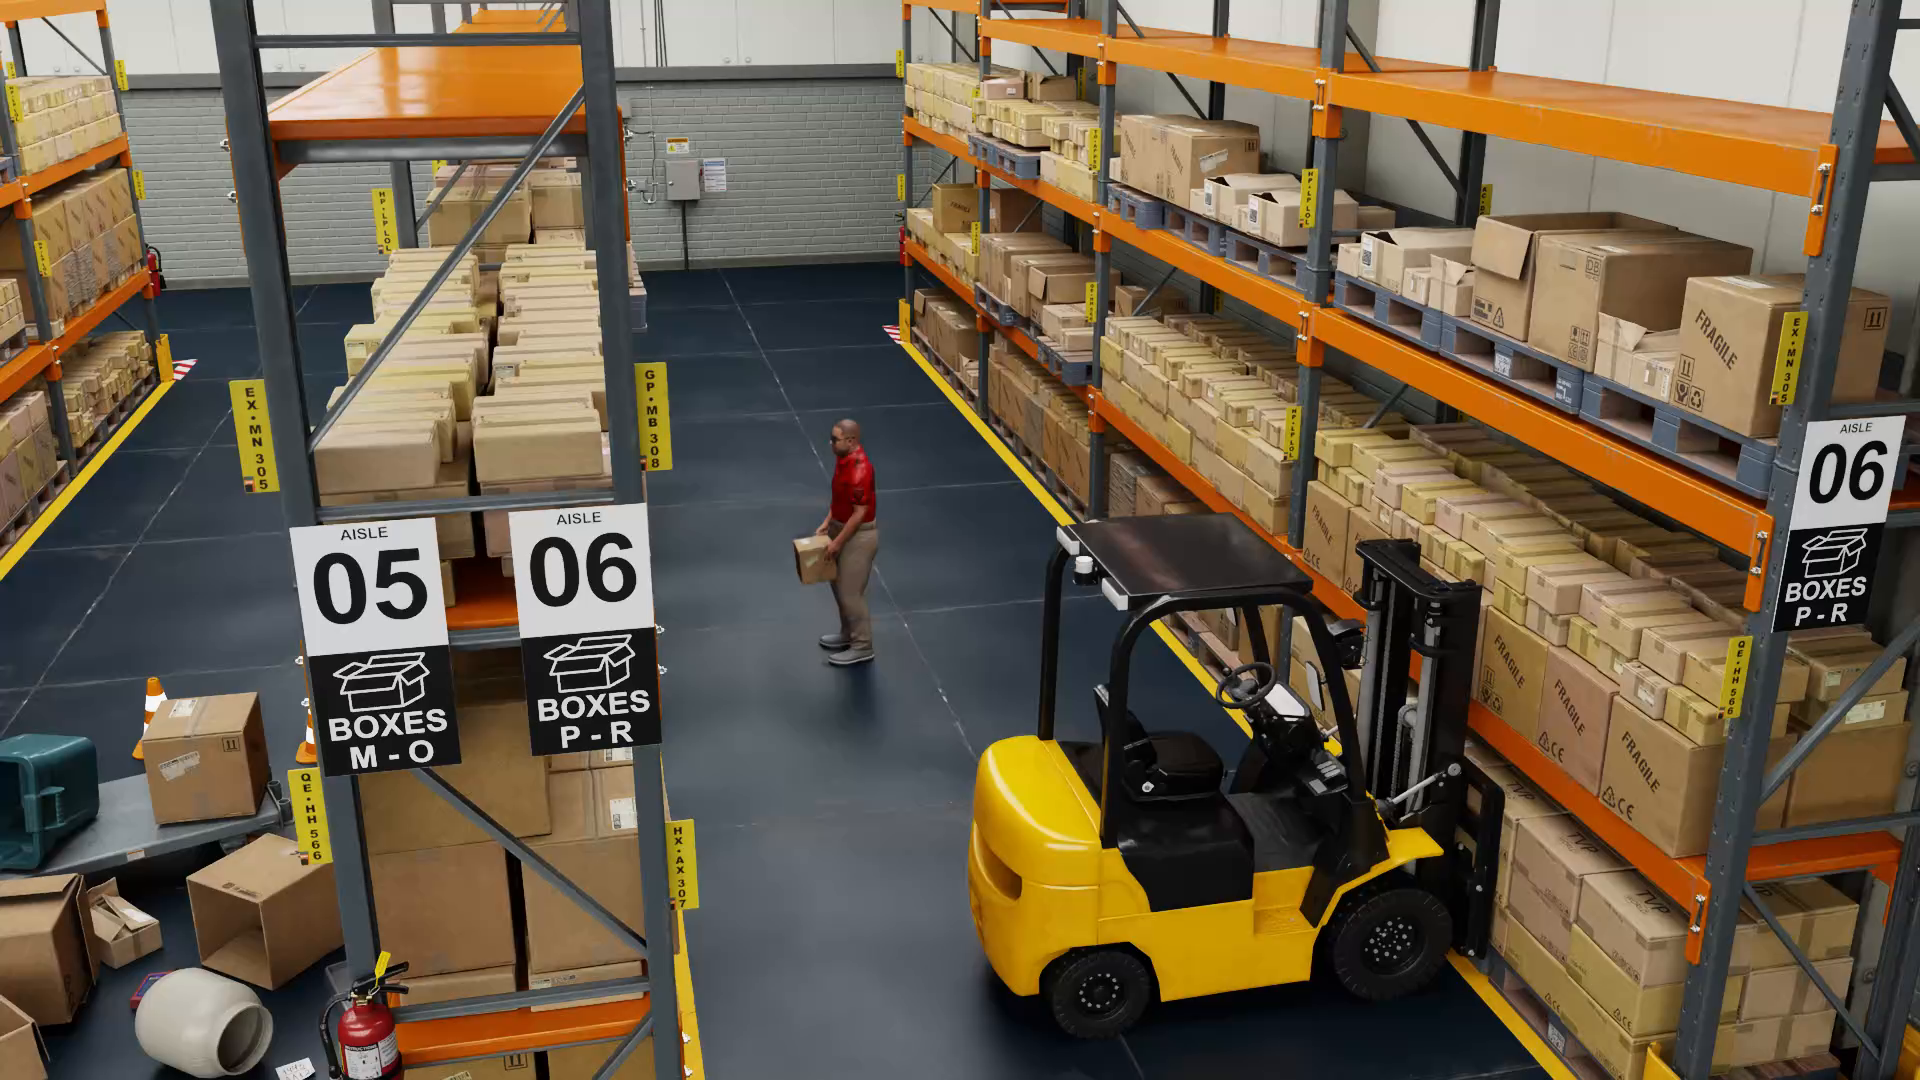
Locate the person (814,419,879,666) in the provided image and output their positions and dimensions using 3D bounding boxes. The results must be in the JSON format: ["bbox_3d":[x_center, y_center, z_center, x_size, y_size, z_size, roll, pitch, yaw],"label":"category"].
[{"bbox_3d":[-0.787,-0.004,11.591,0.418,1.733,0.542,-5,20,-13],"label":"person"}]
